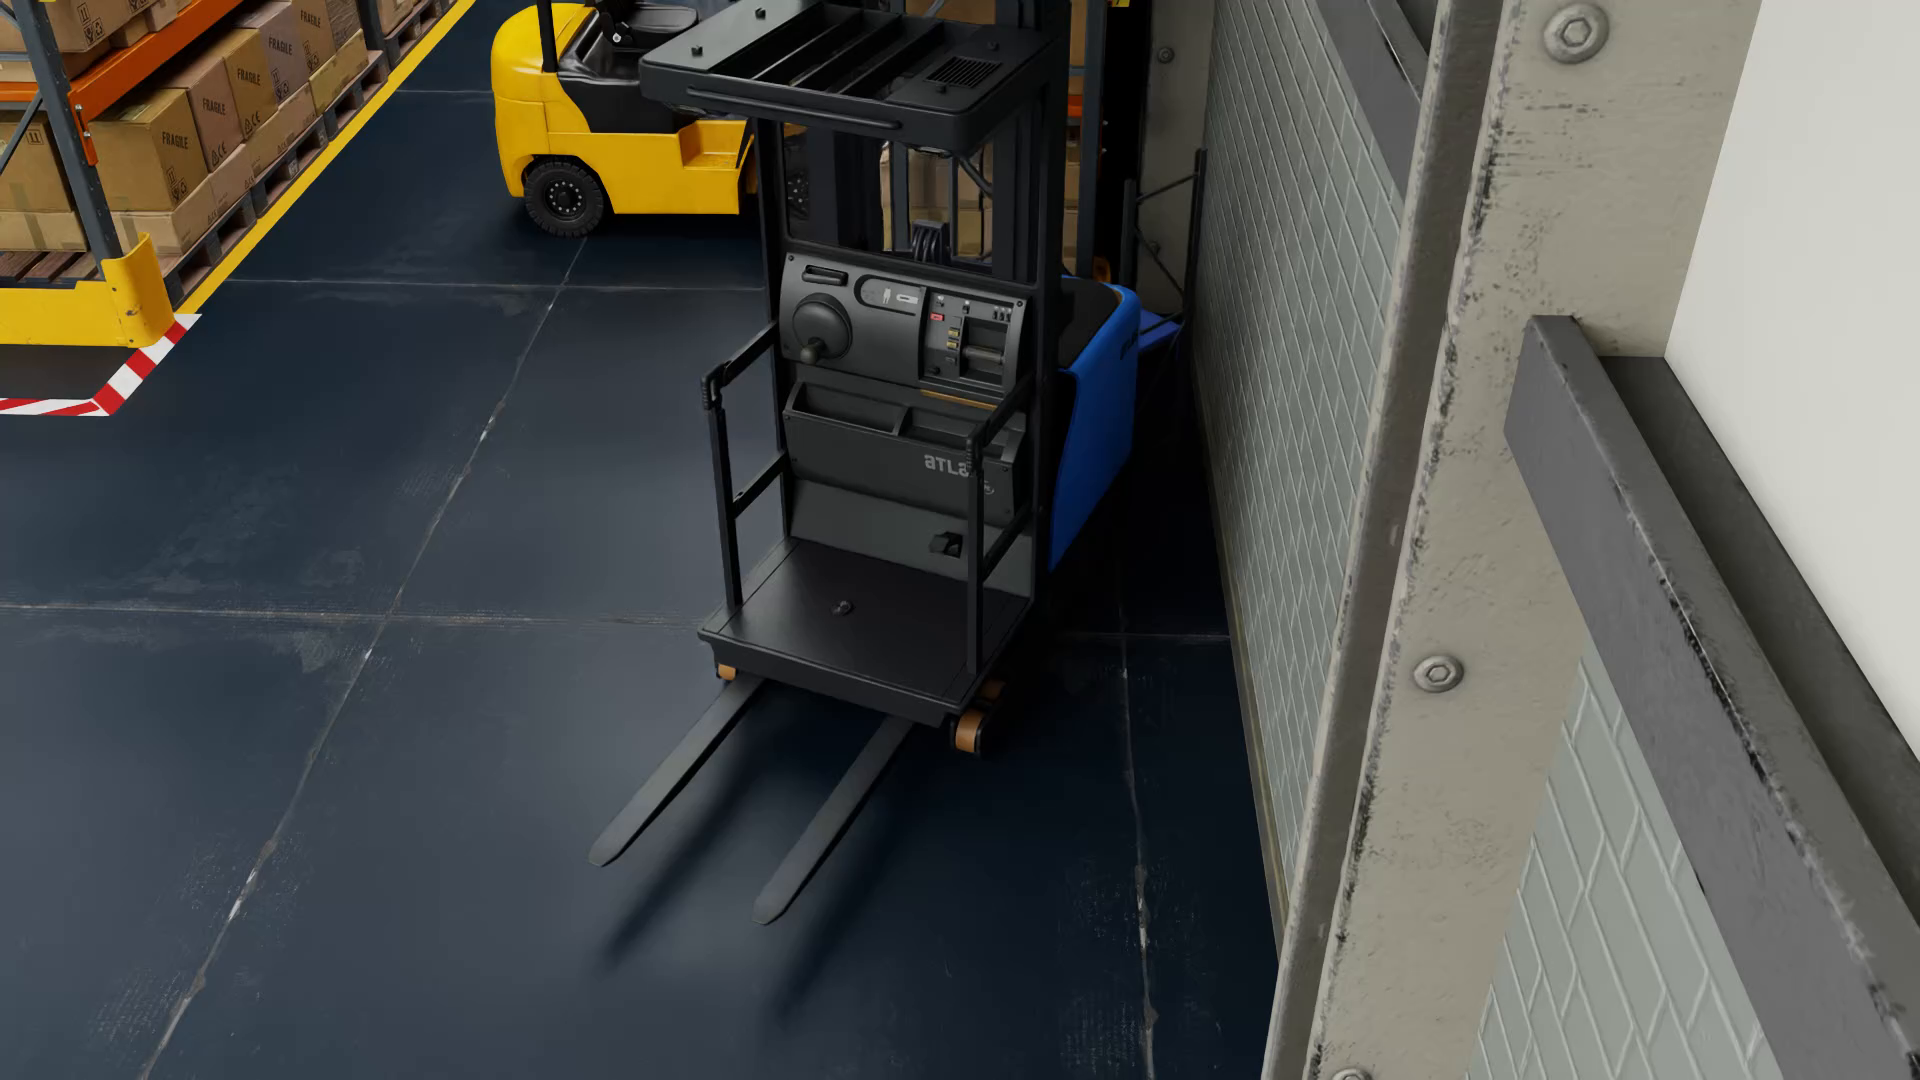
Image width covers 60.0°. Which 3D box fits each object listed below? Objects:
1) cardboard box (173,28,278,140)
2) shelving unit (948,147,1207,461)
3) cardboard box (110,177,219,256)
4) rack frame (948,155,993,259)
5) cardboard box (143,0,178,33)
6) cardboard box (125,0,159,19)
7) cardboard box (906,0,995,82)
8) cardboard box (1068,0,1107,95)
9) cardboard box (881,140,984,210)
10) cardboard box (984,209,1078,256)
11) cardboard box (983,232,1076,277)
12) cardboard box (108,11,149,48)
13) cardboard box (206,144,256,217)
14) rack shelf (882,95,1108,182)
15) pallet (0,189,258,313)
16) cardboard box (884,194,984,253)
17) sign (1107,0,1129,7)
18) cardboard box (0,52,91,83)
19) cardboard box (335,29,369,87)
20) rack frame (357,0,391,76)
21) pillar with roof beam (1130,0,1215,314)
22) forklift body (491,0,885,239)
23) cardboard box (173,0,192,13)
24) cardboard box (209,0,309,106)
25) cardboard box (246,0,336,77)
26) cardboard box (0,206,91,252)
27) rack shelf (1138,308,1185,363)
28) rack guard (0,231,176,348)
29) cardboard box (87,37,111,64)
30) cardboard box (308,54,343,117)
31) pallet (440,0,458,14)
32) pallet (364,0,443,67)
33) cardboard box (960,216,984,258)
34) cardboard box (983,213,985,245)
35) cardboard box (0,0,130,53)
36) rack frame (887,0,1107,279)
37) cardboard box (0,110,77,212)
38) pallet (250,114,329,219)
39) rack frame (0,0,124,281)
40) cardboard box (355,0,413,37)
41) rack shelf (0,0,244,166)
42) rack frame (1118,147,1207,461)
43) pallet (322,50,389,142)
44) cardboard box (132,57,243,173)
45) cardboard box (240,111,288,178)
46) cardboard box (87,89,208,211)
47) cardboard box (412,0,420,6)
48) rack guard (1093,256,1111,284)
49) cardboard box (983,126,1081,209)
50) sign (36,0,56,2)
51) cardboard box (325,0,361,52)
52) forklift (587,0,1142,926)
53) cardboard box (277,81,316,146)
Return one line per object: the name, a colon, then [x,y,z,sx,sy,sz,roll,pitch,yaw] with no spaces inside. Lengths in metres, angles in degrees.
cardboard box: [-4.443,-2.710,9.871,0.500,0.500,0.500,2,35,3]
shelving unit: [0.492,-1.138,7.565,0.538,1.500,1.048,-30,45,-35]
cardboard box: [-4.488,-1.801,9.230,0.500,0.250,0.500,1,35,1]
rack frame: [0.134,-1.345,7.860,0.500,1.500,0.032,-30,45,-35]
cardboard box: [-4.433,-2.825,8.880,0.380,0.149,0.250,2,35,3]
cardboard box: [-4.483,-3.023,8.597,0.500,0.500,0.500,2,35,3]
cardboard box: [-0.080,-2.514,8.132,0.500,0.500,0.500,1,35,1]
cardboard box: [0.460,-2.504,8.117,0.500,0.500,0.500,2,35,3]
cardboard box: [-0.130,-1.912,8.519,0.500,0.250,0.500,2,35,3]
cardboard box: [0.389,-1.701,8.653,0.500,0.250,0.500,2,35,3]
cardboard box: [0.378,-1.509,8.815,0.500,0.250,0.500,1,35,2]
cardboard box: [-4.489,-2.681,8.674,0.380,0.149,0.250,0,35,0]
cardboard box: [-4.460,-2.094,9.647,0.500,0.250,0.500,3,35,4]
rack shelf: [0.243,-3.039,9.592,1.077,0.370,4.000,1,35,2]
pallet: [-4.726,-1.666,9.437,1.003,0.211,1.213,1,35,2]
cardboard box: [-0.130,-1.723,8.684,0.500,0.250,0.500,1,35,1]
sign: [0.717,-2.555,7.455,0.100,0.325,0.005,1,35,2]
cardboard box: [-4.577,-2.385,8.253,0.380,0.149,0.250,1,35,2]
cardboard box: [-4.392,-3.296,11.358,0.500,0.250,0.500,3,35,4]
rack frame: [-4.636,-4.595,11.180,1.000,3.000,0.127,1,35,2]
pillar with roof beam: [-3.210,-5.118,6.706,9.100,9.000,0.400,1,35,2]
forklift body: [-1.584,-2.969,9.604,2.313,2.155,1.214,1,35,2]
cardboard box: [-4.456,-2.975,9.093,0.380,0.149,0.250,2,35,3]
cardboard box: [-4.430,-3.017,10.309,0.500,0.500,0.500,3,35,4]
cardboard box: [-4.411,-3.311,10.726,0.500,0.500,0.500,2,35,3]
cardboard box: [-5.032,-1.828,9.269,0.500,0.250,0.500,1,35,2]
rack shelf: [0.492,-0.991,7.668,0.538,0.185,1.000,-30,45,-35]
rack guard: [-4.794,-1.318,8.691,1.175,0.500,0.348,1,35,2]
cardboard box: [-4.581,-2.530,8.460,0.380,0.149,0.250,2,35,3]
cardboard box: [-4.403,-2.990,10.922,0.500,0.250,0.500,0,35,1]
pallet: [-4.560,-4.605,13.618,1.003,0.211,1.213,1,35,2]
pallet: [-4.607,-3.902,12.618,1.003,0.211,1.213,1,35,2]
cardboard box: [-0.134,-1.509,8.814,0.500,0.250,0.500,2,35,2]
cardboard box: [-0.105,-1.794,9.220,0.500,0.250,0.500,1,35,2]
cardboard box: [-4.501,-2.725,8.174,0.500,0.500,0.500,1,35,1]
rack frame: [0.163,-2.185,7.750,1.000,3.000,0.127,1,35,2]
cardboard box: [-5.025,-2.117,9.028,0.500,0.500,0.500,2,35,2]
pallet: [-4.674,-2.365,10.431,1.003,0.211,1.213,1,35,2]
rack frame: [-4.797,-2.297,7.910,1.000,3.000,0.127,1,35,2]
cardboard box: [-4.618,-3.993,12.244,0.950,0.372,0.625,2,35,2]
rack shelf: [-4.717,-3.152,9.752,1.077,0.370,4.000,1,35,2]
rack frame: [0.851,-0.931,7.270,0.500,1.500,0.032,-30,45,-35]
pallet: [-4.628,-3.068,11.431,1.003,0.211,1.213,1,35,2]
cardboard box: [-4.471,-2.422,9.461,0.500,0.500,0.500,0,35,0]
cardboard box: [-4.451,-2.408,10.094,0.500,0.250,0.500,4,35,5]
cardboard box: [-4.488,-2.122,9.034,0.500,0.500,0.500,0,35,0]
cardboard box: [-4.592,-4.407,12.831,0.950,0.372,0.625,3,35,5]
rack guard: [0.162,-1.148,8.449,1.175,0.500,0.348,1,35,2]
cardboard box: [0.371,-1.912,8.519,0.500,0.250,0.500,1,35,1]
sign: [-4.255,-2.639,7.643,0.100,0.325,0.005,1,35,2]
cardboard box: [-4.392,-3.603,11.142,0.500,0.500,0.500,1,35,1]
forklift: [-0.294,-0.695,5.690,1.130,2.935,3.031,14,38,19]
cardboard box: [-4.428,-2.698,10.506,0.500,0.250,0.500,2,35,3]
